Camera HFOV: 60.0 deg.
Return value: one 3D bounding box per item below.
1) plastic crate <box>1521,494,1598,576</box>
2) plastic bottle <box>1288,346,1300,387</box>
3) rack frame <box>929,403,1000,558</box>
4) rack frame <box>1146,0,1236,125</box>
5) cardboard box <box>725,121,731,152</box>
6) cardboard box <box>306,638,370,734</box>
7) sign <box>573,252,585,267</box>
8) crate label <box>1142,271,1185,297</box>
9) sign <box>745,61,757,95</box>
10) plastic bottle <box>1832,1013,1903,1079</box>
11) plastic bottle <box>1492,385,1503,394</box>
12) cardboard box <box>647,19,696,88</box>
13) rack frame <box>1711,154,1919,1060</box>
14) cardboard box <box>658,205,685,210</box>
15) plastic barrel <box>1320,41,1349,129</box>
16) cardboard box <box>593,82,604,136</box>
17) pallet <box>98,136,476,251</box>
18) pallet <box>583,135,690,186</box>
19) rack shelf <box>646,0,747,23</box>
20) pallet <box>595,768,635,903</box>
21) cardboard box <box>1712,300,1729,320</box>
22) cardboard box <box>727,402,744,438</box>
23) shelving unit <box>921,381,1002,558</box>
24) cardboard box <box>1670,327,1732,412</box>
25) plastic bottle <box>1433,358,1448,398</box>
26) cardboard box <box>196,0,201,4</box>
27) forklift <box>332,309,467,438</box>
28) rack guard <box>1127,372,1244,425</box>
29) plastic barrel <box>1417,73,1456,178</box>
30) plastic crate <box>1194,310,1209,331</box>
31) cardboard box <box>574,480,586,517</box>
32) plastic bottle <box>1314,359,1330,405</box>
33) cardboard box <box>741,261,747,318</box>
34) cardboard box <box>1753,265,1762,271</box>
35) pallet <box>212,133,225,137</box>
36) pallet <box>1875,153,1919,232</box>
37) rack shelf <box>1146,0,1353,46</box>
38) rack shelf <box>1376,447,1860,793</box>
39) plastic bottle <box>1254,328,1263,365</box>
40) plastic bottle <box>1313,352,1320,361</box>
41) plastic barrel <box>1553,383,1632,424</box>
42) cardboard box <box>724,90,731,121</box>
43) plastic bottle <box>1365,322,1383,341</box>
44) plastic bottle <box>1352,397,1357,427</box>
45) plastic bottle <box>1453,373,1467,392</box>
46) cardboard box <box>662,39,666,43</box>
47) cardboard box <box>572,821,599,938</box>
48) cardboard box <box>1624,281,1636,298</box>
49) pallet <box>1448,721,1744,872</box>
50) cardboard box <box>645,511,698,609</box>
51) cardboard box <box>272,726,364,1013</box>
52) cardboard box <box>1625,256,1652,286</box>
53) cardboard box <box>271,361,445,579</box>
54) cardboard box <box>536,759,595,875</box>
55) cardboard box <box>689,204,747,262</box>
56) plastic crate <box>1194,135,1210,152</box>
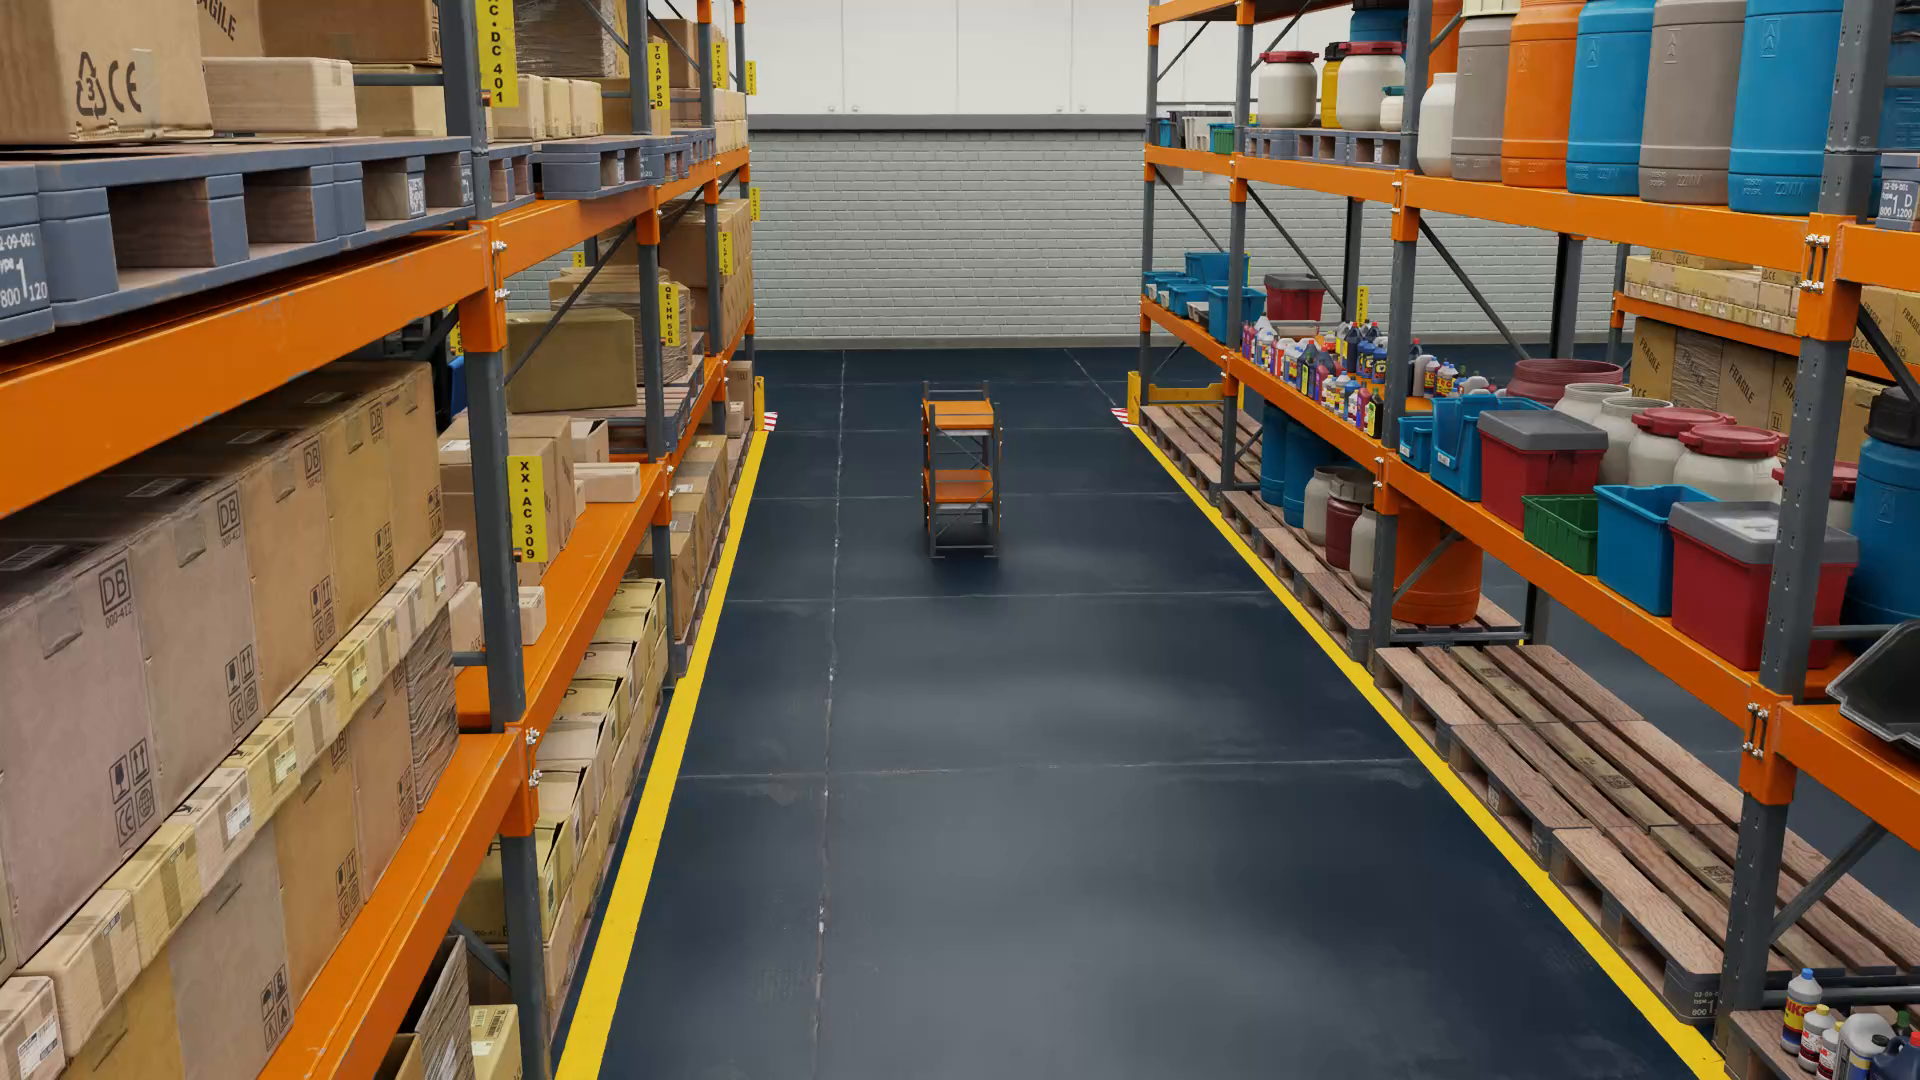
[{"bbox_3d":[2.709,-0.027,7.035,0.450,0.188,0.662,-1,14,-3],"label":"plastic crate"},{"bbox_3d":[2.303,-1.190,11.388,0.097,0.271,0.097,0,14,0],"label":"plastic bottle"},{"bbox_3d":[0.031,-0.420,11.901,0.500,1.125,0.032,-1,14,-3],"label":"rack frame"},{"bbox_3d":[2.356,-5.590,16.194,1.000,3.000,0.127,-1,14,-3],"label":"rack frame"},{"bbox_3d":[-2.180,-3.368,13.878,0.500,0.250,0.500,-1,14,-3],"label":"cardboard box"},{"bbox_3d":[-1.553,0.330,3.722,0.380,0.149,0.250,-1,14,-4],"label":"cardboard box"},{"bbox_3d":[-2.882,-2.023,12.634,0.100,0.325,0.005,-1,14,-3],"label":"sign"},{"bbox_3d":[2.042,-2.566,16.697,0.416,0.233,0.303,-1,14,-3],"label":"crate label"},{"bbox_3d":[-2.033,-4.494,16.178,0.100,0.325,0.005,-1,14,-3],"label":"sign"},{"bbox_3d":[2.729,1.572,4.982,0.152,0.276,0.135,0,14,-1],"label":"plastic bottle"},{"bbox_3d":[3.167,-0.775,9.776,0.097,0.271,0.097,0,14,0],"label":"plastic bottle"},{"bbox_3d":[-2.409,-3.720,12.739,0.700,0.500,0.500,-1,14,-3],"label":"cardboard box"},{"bbox_3d":[3.099,0.300,5.342,1.000,3.000,0.127,-1,14,-3],"label":"rack frame"},{"bbox_3d":[-2.758,-2.773,15.077,0.500,0.500,0.500,-1,14,-3],"label":"cardboard box"},{"bbox_3d":[2.863,-3.213,11.756,0.600,0.588,0.600,0,14,0],"label":"plastic barrel"},{"bbox_3d":[-2.009,-2.091,8.073,0.500,0.250,0.500,-2,15,-8],"label":"cardboard box"},{"bbox_3d":[-1.766,-0.823,3.863,1.003,0.211,1.213,-1,14,-3],"label":"pallet"},{"bbox_3d":[-1.962,-1.814,7.914,1.213,0.211,1.003,0,14,-1],"label":"pallet"},{"bbox_3d":[-2.465,-4.667,14.057,1.077,0.370,4.000,-1,14,-3],"label":"rack shelf"},{"bbox_3d":[-2.008,1.239,7.288,1.003,0.211,1.213,-1,14,-3],"label":"pallet"},{"bbox_3d":[7.106,-2.099,15.167,0.380,0.149,0.250,-1,14,-3],"label":"cardboard box"},{"bbox_3d":[-2.280,-1.123,15.505,0.500,0.250,0.500,-1,14,-3],"label":"cardboard box"},{"bbox_3d":[0.000,-0.546,12.393,0.538,1.125,1.048,-1,14,-3],"label":"shelving unit"},{"bbox_3d":[7.475,-1.551,15.958,0.875,0.875,0.875,-1,14,-3],"label":"cardboard box"},{"bbox_3d":[3.121,-1.039,10.781,0.061,0.283,0.133,-1,14,-3],"label":"plastic bottle"},{"bbox_3d":[-1.869,-0.987,2.993,0.797,0.503,0.637,1,14,3],"label":"cardboard box"},{"bbox_3d":[-4.687,-1.663,13.109,1.130,2.935,3.031,-1,14,-5],"label":"forklift"},{"bbox_3d":[2.341,-1.480,17.276,1.175,0.500,0.348,-1,14,-3],"label":"rack guard"},{"bbox_3d":[2.565,-2.120,8.503,0.421,0.512,0.421,0,14,0],"label":"plastic barrel"},{"bbox_3d":[2.266,-1.860,14.168,0.437,0.125,0.590,-1,14,-3],"label":"plastic crate"},{"bbox_3d":[-1.958,-0.182,7.717,0.380,0.149,0.250,0,14,1],"label":"cardboard box"},{"bbox_3d":[2.330,-1.017,10.694,0.061,0.283,0.133,-1,14,-3],"label":"plastic bottle"},{"bbox_3d":[-2.228,-2.297,15.235,0.500,0.500,0.500,-1,14,-3],"label":"cardboard box"},{"bbox_3d":[7.657,-2.464,15.786,0.500,0.250,0.500,-1,14,-5],"label":"cardboard box"},{"bbox_3d":[-7.476,-3.757,15.268,1.003,0.211,1.213,-1,14,-3],"label":"pallet"},{"bbox_3d":[3.241,-0.884,4.301,1.213,0.211,1.003,-1,14,-3],"label":"pallet"},{"bbox_3d":[2.480,-4.551,14.400,1.077,0.370,4.000,-1,14,-3],"label":"rack shelf"},{"bbox_3d":[2.975,0.151,7.365,1.077,0.370,4.000,-1,14,-3],"label":"rack shelf"},{"bbox_3d":[2.240,-1.444,12.378,0.097,0.271,0.097,0,14,0],"label":"plastic bottle"},{"bbox_3d":[2.371,-1.097,11.005,0.061,0.283,0.133,-1,14,-3],"label":"plastic bottle"},{"bbox_3d":[3.128,-0.497,8.213,0.421,0.512,0.421,0,14,0],"label":"plastic barrel"},{"bbox_3d":[-2.175,-3.610,13.816,0.500,0.250,0.500,-1,14,-3],"label":"cardboard box"},{"bbox_3d":[2.998,-1.397,12.034,0.144,0.351,0.185,-1,14,-3],"label":"plastic bottle"},{"bbox_3d":[2.397,-0.779,9.935,0.097,0.201,0.097,0,14,0],"label":"plastic bottle"},{"bbox_3d":[3.078,-0.889,10.220,0.097,0.271,0.097,0,14,0],"label":"plastic bottle"},{"bbox_3d":[-2.383,-3.241,11.839,0.600,0.600,0.600,-2,15,-9],"label":"cardboard box"},{"bbox_3d":[-1.653,1.272,6.238,0.500,0.250,0.500,-1,14,-2],"label":"cardboard box"},{"bbox_3d":[6.992,-2.546,16.907,0.380,0.149,0.250,-1,14,-3],"label":"cardboard box"},{"bbox_3d":[2.933,1.151,7.629,1.003,0.211,1.213,-1,14,-3],"label":"pallet"},{"bbox_3d":[-1.874,0.130,10.135,0.500,0.500,0.500,-1,14,-5],"label":"cardboard box"},{"bbox_3d":[-1.745,0.693,3.613,0.700,0.500,0.500,-1,14,-3],"label":"cardboard box"},{"bbox_3d":[7.059,-2.709,16.740,0.500,0.250,0.500,-1,14,-5],"label":"cardboard box"},{"bbox_3d":[-1.811,-0.191,4.446,0.700,0.500,0.500,-1,14,-3],"label":"cardboard box"},{"bbox_3d":[-1.648,1.001,6.168,0.500,0.311,0.500,-1,14,-4],"label":"cardboard box"},{"bbox_3d":[-2.218,-2.781,15.108,0.500,0.500,0.500,0,14,-2],"label":"cardboard box"},{"bbox_3d":[2.145,-3.325,13.941,0.293,0.136,0.466,-1,14,-3],"label":"plastic crate"}]
